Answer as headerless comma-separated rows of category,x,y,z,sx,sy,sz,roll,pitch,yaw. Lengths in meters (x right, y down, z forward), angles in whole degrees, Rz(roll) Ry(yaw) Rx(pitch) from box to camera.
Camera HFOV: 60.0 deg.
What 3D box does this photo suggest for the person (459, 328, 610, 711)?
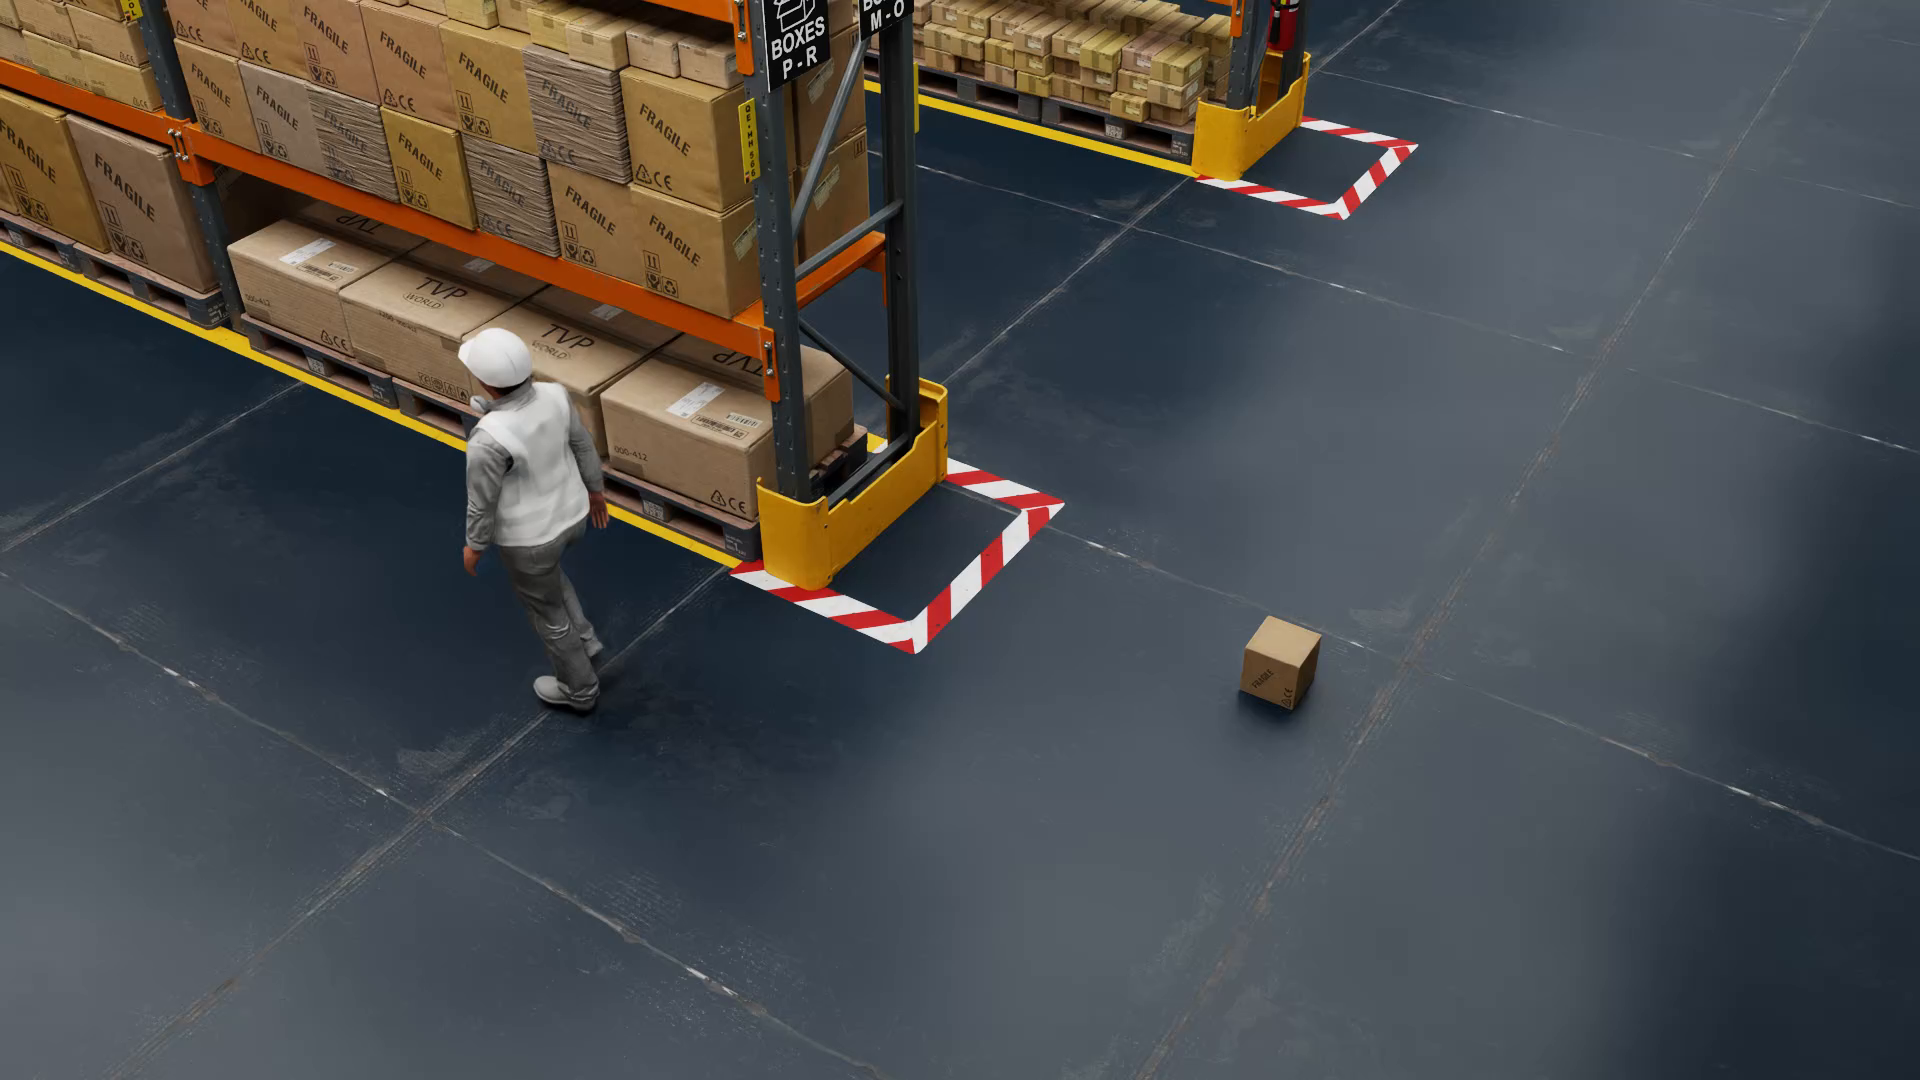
person,-1.726,-0.075,6.741,0.504,1.797,0.589,18,42,21
